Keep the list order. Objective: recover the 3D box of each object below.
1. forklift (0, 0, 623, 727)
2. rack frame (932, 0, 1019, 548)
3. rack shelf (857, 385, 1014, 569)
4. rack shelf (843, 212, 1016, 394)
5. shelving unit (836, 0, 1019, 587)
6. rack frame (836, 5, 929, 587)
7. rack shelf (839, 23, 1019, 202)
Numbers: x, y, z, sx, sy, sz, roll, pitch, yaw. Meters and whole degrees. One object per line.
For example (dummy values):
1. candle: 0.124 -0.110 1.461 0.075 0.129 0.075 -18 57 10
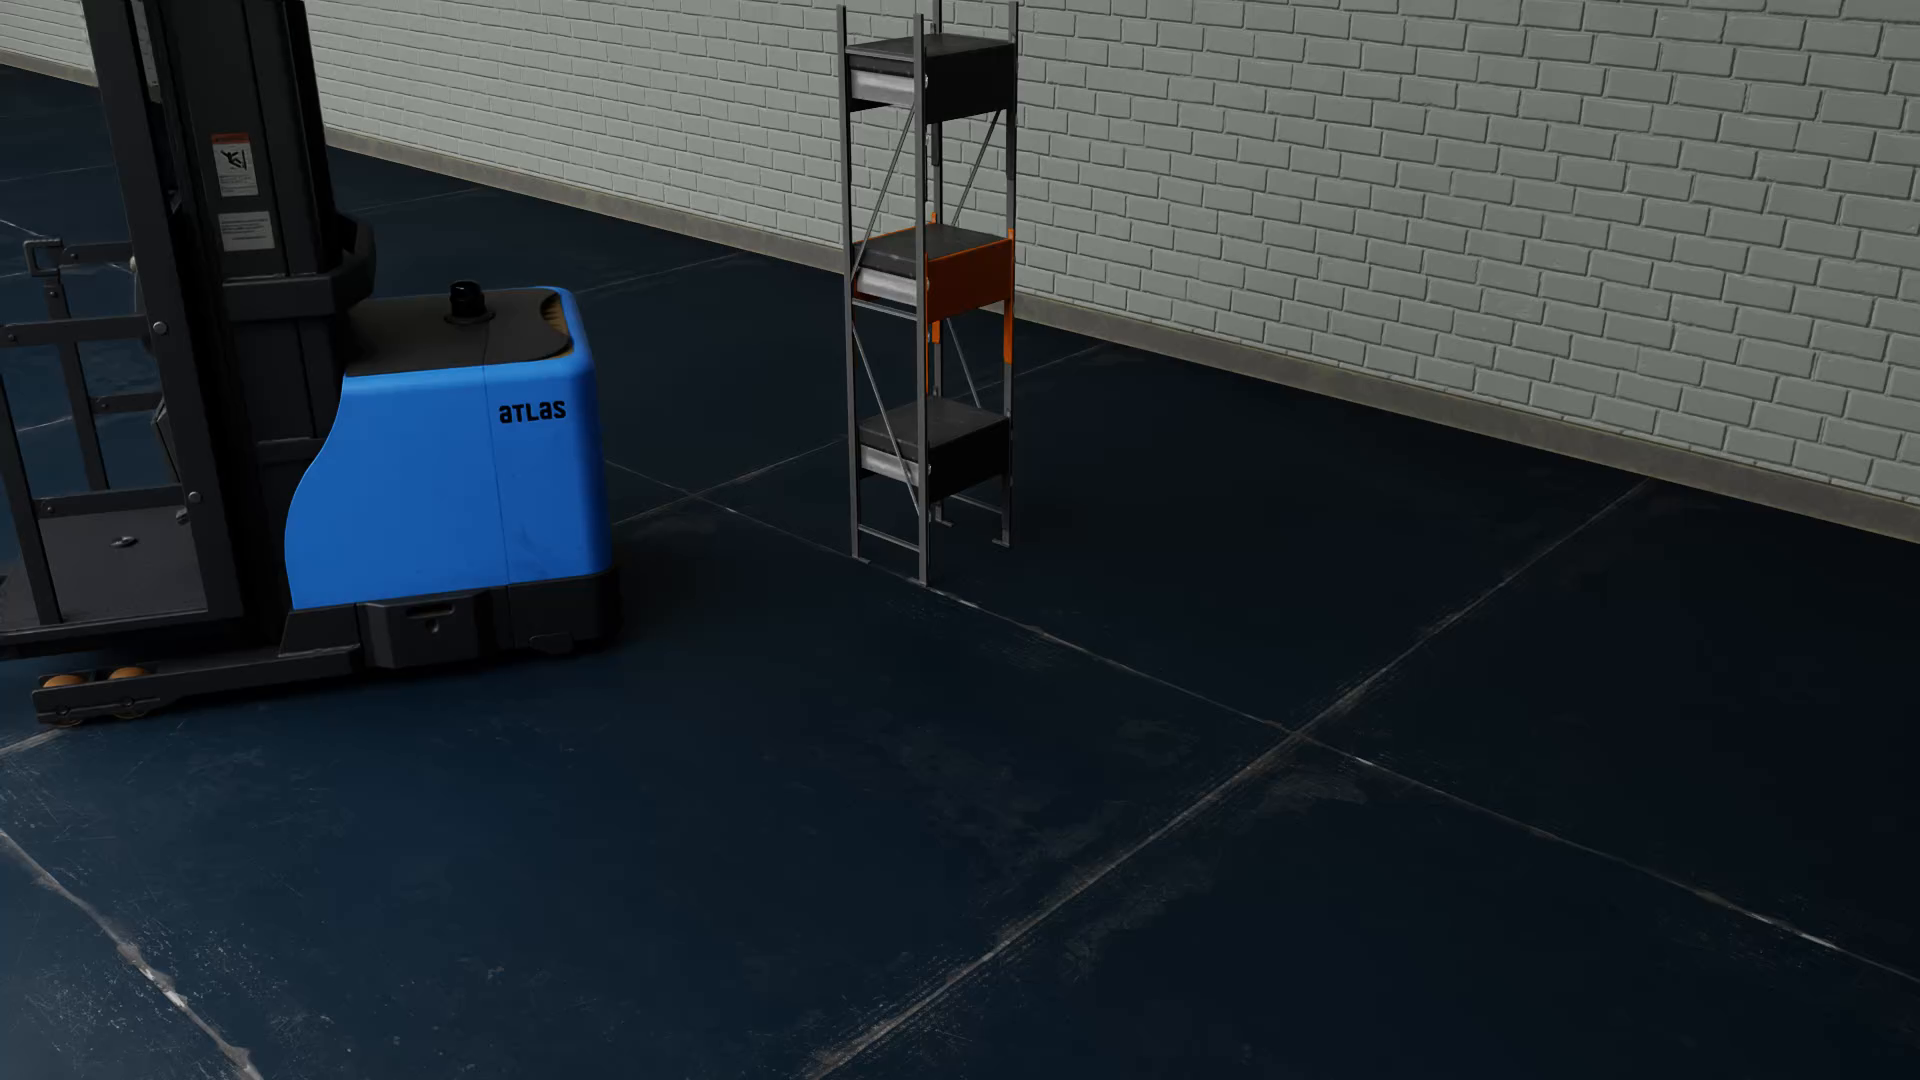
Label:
1. forklift: -2.773 -0.971 5.332 3.031 2.935 1.130 -7 25 -15
2. rack frame: 0.052 -0.982 6.374 0.400 2.100 0.015 20 31 38
3. rack shelf: -0.110 -0.256 6.500 0.431 0.518 0.480 20 31 38
4. rack shelf: -0.110 -0.895 6.214 0.431 0.518 0.480 20 31 38
5. shelving unit: -0.110 -0.908 6.208 0.431 2.100 0.503 20 31 38
6. rack frame: -0.273 -0.833 6.042 0.400 2.100 0.015 20 31 38
7. rack shelf: -0.110 -1.534 5.927 0.431 0.518 0.480 20 31 38
